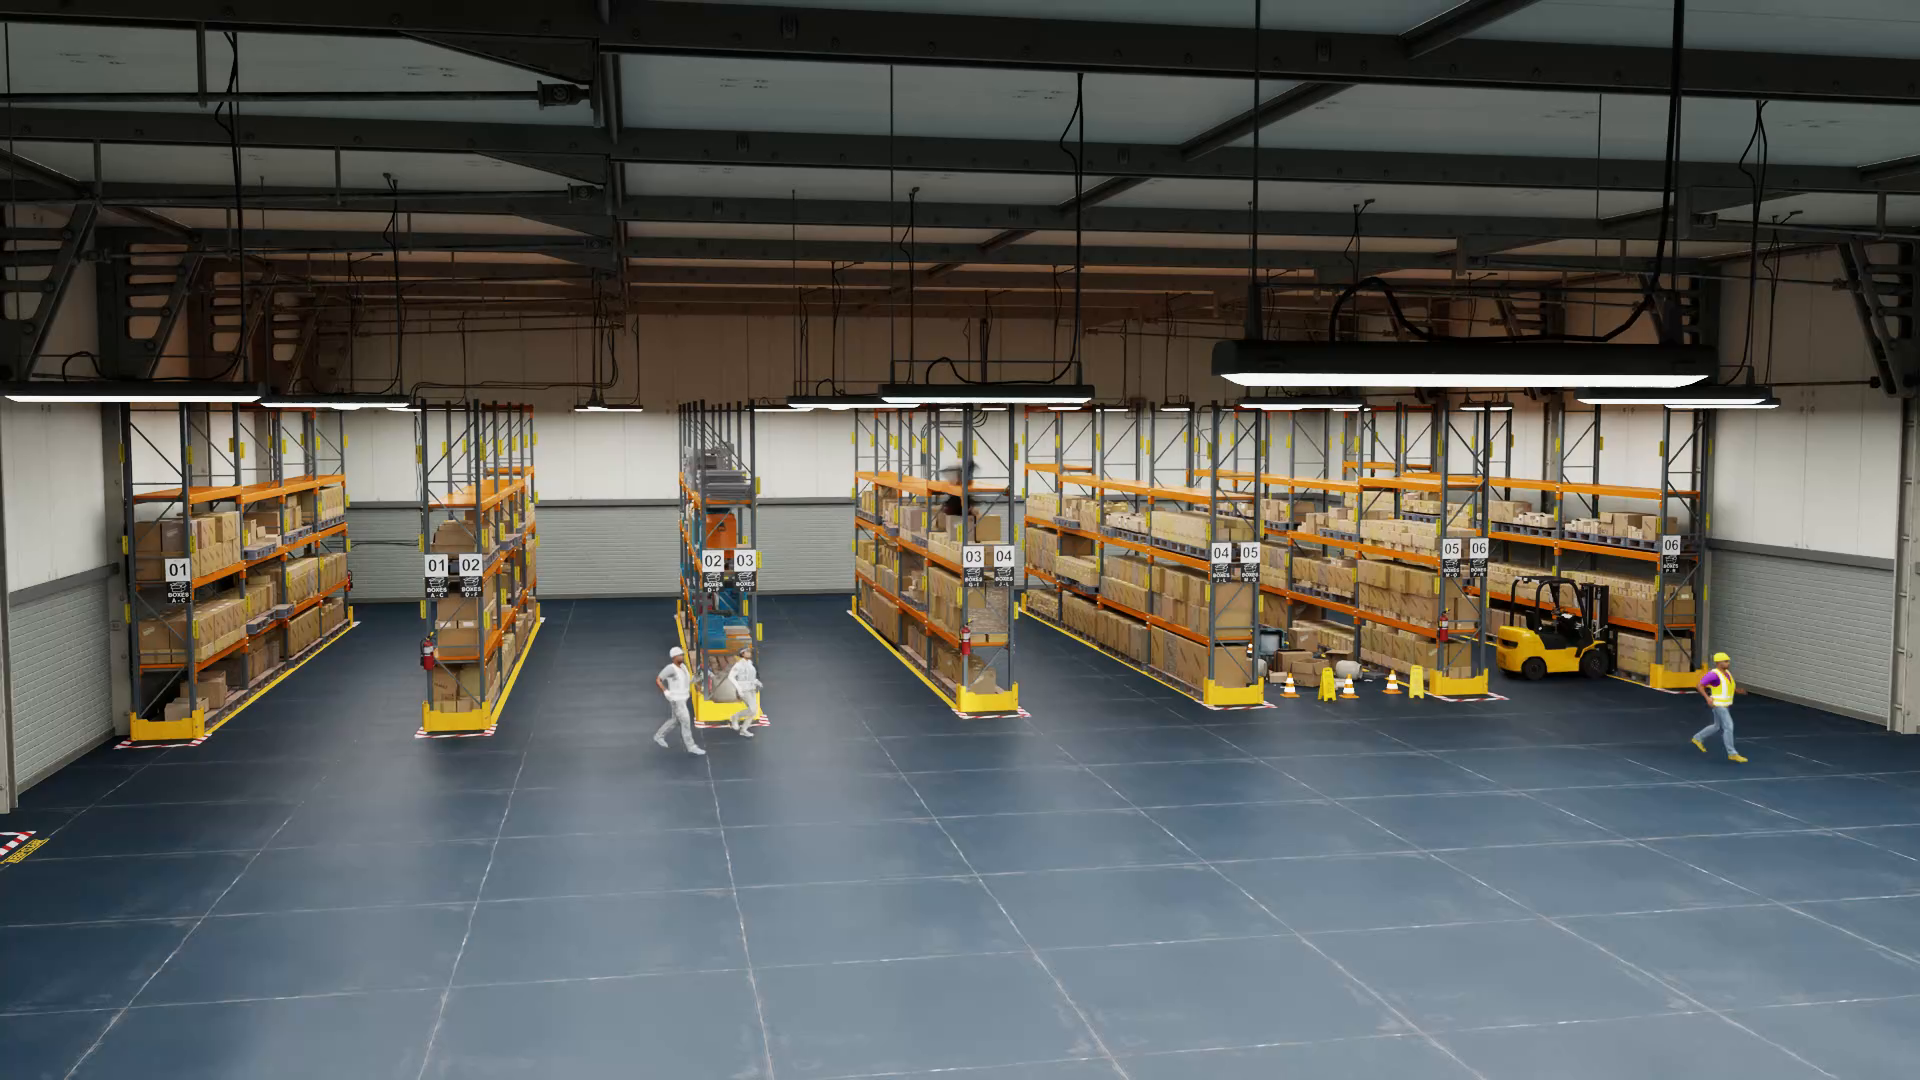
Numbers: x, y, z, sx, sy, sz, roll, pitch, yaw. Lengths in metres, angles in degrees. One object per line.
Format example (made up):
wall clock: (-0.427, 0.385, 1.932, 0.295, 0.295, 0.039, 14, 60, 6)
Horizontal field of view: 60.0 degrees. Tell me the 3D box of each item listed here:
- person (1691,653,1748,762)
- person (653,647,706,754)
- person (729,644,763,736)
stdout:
person: (12.591, 2.736, 27.521, 0.717, 1.751, 0.985, -4, 6, -42)
person: (-4.740, 2.688, 27.995, 0.988, 1.777, 0.680, 1, 4, 12)
person: (-3.793, 2.678, 29.574, 0.551, 1.642, 0.623, 2, 5, 25)
